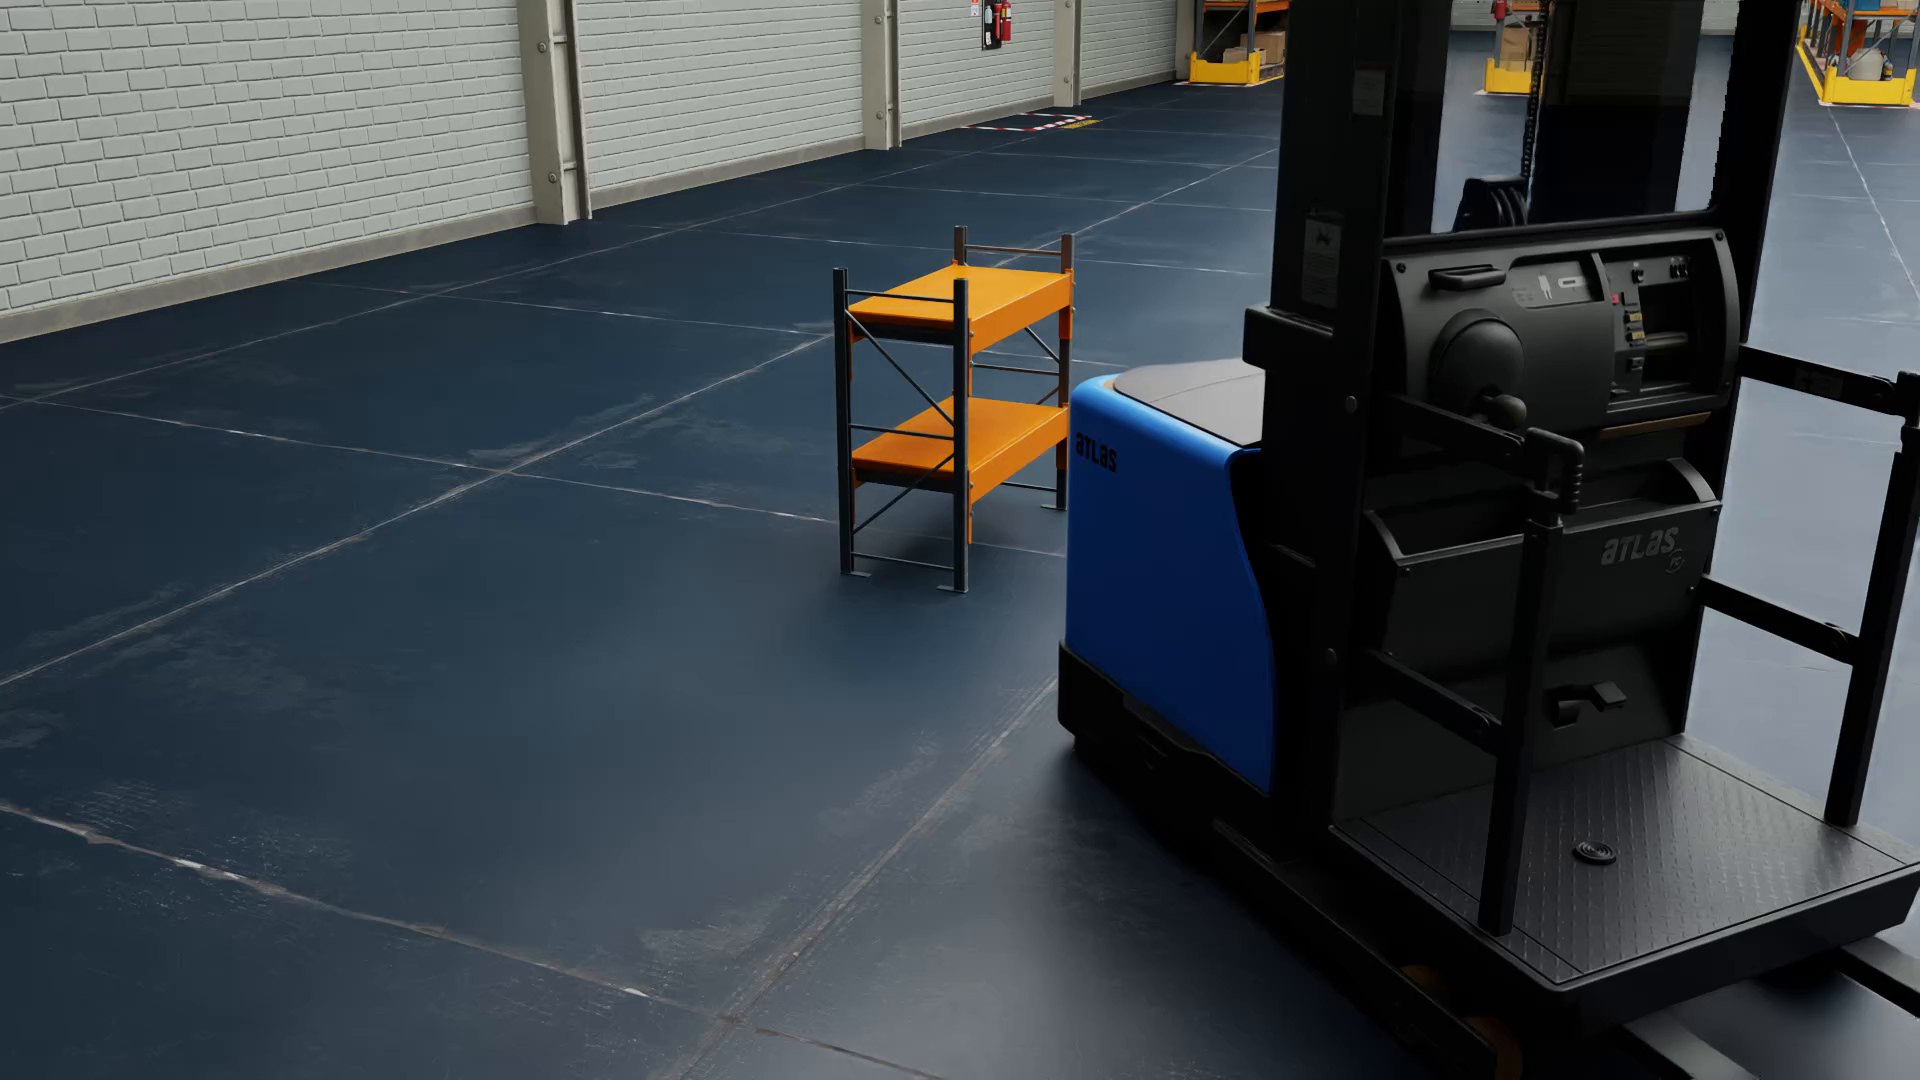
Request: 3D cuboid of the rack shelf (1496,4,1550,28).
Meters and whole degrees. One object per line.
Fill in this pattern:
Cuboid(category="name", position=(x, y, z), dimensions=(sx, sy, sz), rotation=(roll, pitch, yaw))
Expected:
Cuboid(category="rack shelf", position=(9.857, -8.883, 28.044), dimensions=(1.077, 0.370, 4.000), rotation=(9, 21, 23))

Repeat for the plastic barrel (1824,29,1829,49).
Cuboid(category="plastic barrel", position=(17.628, -10.083, 33.431), dimensions=(0.421, 0.512, 0.421), rotation=(0, 20, 0))

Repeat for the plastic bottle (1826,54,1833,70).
Cuboid(category="plastic bottle", position=(14.663, -8.037, 28.007), dimensions=(0.097, 0.271, 0.097), rotation=(0, 20, 0))

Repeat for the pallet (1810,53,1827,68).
Cuboid(category="pallet", position=(17.116, -9.308, 32.328), dimensions=(1.003, 0.211, 1.213), rotation=(9, 21, 23))

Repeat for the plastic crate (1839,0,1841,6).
Cuboid(category="plastic crate", position=(14.380, -8.677, 26.706), dimensions=(0.450, 0.188, 0.662), rotation=(9, 21, 23))

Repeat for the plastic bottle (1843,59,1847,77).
Cuboid(category="plastic bottle", position=(14.133, -7.538, 26.585), dimensions=(0.061, 0.283, 0.133), rotation=(9, 21, 23))

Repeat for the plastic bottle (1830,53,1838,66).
Cuboid(category="plastic bottle", position=(14.233, -7.735, 27.037), dimensions=(0.144, 0.351, 0.185), rotation=(8, 21, 22))

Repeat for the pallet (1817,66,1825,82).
Cuboid(category="pallet", position=(15.480, -8.084, 28.886), dimensions=(1.003, 0.211, 1.213), rotation=(9, 21, 23))

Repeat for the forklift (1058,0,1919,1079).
Cuboid(category="forklift", position=(1.375, -0.432, 3.310), dimensions=(1.130, 2.935, 3.031), rotation=(-9, 22, -24))

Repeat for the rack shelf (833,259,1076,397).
Cuboid(category="rack shelf", position=(0.003, -0.808, 6.188), dimensions=(0.538, 0.278, 1.000), rotation=(9, 21, 23))

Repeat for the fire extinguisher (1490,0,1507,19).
Cuboid(category="fire extinguisher", position=(8.566, -8.602, 26.295), dimensions=(0.296, 0.674, 0.183), rotation=(9, 21, 23))

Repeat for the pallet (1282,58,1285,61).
Cuboid(category="pallet", position=(5.912, -8.988, 31.427), dimensions=(1.003, 0.211, 1.213), rotation=(9, 21, 23))

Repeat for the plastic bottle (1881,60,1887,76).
Cuboid(category="plastic bottle", position=(14.847, -7.561, 26.667), dimensions=(0.097, 0.271, 0.097), rotation=(0, 20, 0))

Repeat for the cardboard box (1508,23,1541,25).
Cuboid(category="cardboard box", position=(9.588, -8.532, 28.340), dimensions=(0.500, 0.500, 0.500), rotation=(9, 21, 23))

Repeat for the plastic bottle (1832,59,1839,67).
Cuboid(category="plastic bottle", position=(14.036, -7.549, 26.627), dimensions=(0.152, 0.276, 0.135), rotation=(9, 21, 23))

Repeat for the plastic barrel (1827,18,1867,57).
Cuboid(category="plastic barrel", position=(17.016, -9.703, 31.887), dimensions=(0.600, 0.830, 0.708), rotation=(9, 21, 23))

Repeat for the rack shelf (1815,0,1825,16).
Cuboid(category="rack shelf", position=(17.651, -10.648, 33.007), dimensions=(1.077, 0.370, 4.000), rotation=(9, 21, 23))

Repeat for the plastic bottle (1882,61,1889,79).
Cuboid(category="plastic bottle", position=(14.723, -7.468, 26.407), dimensions=(0.097, 0.271, 0.097), rotation=(0, 20, 0))

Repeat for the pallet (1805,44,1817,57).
Cuboid(category="pallet", position=(18.735, -10.515, 35.720), dimensions=(1.003, 0.211, 1.213), rotation=(9, 21, 23))

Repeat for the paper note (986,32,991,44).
Cuboid(category="paper note", position=(0.376, -6.578, 21.803), dimensions=(0.016, 0.148, 0.142), rotation=(9, 21, 23))

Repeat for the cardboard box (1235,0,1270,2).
Cuboid(category="cardboard box", position=(5.007, -9.334, 28.432), dimensions=(0.500, 0.250, 0.500), rotation=(8, 21, 21))

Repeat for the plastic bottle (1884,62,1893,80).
Cuboid(category="plastic bottle", position=(14.582, -7.363, 26.112), dimensions=(0.097, 0.271, 0.097), rotation=(0, 20, 0))

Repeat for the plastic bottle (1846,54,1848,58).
Cuboid(category="plastic bottle", position=(14.616, -7.902, 27.510), dimensions=(0.144, 0.351, 0.185), rotation=(9, 21, 23))

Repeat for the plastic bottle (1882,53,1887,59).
Cuboid(category="plastic bottle", position=(14.982, -7.718, 26.992), dimensions=(0.144, 0.351, 0.185), rotation=(8, 21, 22))

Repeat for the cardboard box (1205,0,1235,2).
Cuboid(category="cardboard box", position=(4.532, -9.398, 28.611), dimensions=(0.500, 0.250, 0.500), rotation=(9, 21, 23))

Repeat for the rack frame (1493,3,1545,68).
Cuboid(category="rack frame", position=(9.038, -8.611, 26.205), dimensions=(1.000, 3.000, 0.127), rotation=(9, 21, 23))

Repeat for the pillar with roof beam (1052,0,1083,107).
Cuboid(category="pillar with roof beam", position=(5.485, -10.024, 21.225), dimensions=(9.100, 9.000, 0.400), rotation=(9, 21, 23))

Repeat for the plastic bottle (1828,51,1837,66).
Cuboid(category="plastic bottle", position=(14.484, -7.922, 27.565), dimensions=(0.144, 0.351, 0.185), rotation=(9, 22, 24))

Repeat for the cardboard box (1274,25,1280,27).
Cuboid(category="cardboard box", position=(6.607, -9.934, 32.999), dimensions=(0.700, 0.500, 0.500), rotation=(8, 21, 22))

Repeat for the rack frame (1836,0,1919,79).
Cuboid(category="rack frame", position=(13.556, -7.930, 24.290), dimensions=(1.000, 3.000, 0.127), rotation=(9, 21, 23))

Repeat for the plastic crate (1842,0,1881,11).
Cuboid(category="plastic crate", position=(13.488, -8.054, 24.861), dimensions=(0.499, 0.251, 0.616), rotation=(9, 21, 23))

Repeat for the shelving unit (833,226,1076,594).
Cuboid(category="shelving unit", position=(0.003, -0.532, 6.286), dimensions=(0.538, 1.125, 1.048), rotation=(9, 21, 23))

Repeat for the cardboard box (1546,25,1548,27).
Cuboid(category="cardboard box", position=(9.857, -8.308, 27.710), dimensions=(0.500, 0.500, 0.500), rotation=(9, 21, 23))

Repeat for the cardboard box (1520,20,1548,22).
Cuboid(category="cardboard box", position=(10.201, -8.990, 29.630), dimensions=(0.500, 0.500, 0.500), rotation=(9, 21, 23))

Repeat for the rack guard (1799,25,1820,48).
Cuboid(category="rack guard", position=(20.105, -11.653, 38.488), dimensions=(1.175, 0.500, 0.348), rotation=(9, 21, 23))

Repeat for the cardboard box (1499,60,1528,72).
Cuboid(category="cardboard box", position=(8.988, -7.718, 27.170), dimensions=(0.500, 0.250, 0.500), rotation=(9, 21, 23))

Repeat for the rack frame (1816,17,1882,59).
Cuboid(category="rack frame", position=(16.832, -10.376, 31.167), dimensions=(1.000, 3.000, 0.127), rotation=(9, 21, 23))

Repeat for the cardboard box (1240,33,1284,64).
Cuboid(category="cardboard box", position=(5.462, -8.910, 30.119), dimensions=(0.700, 0.500, 0.500), rotation=(7, 21, 19))
